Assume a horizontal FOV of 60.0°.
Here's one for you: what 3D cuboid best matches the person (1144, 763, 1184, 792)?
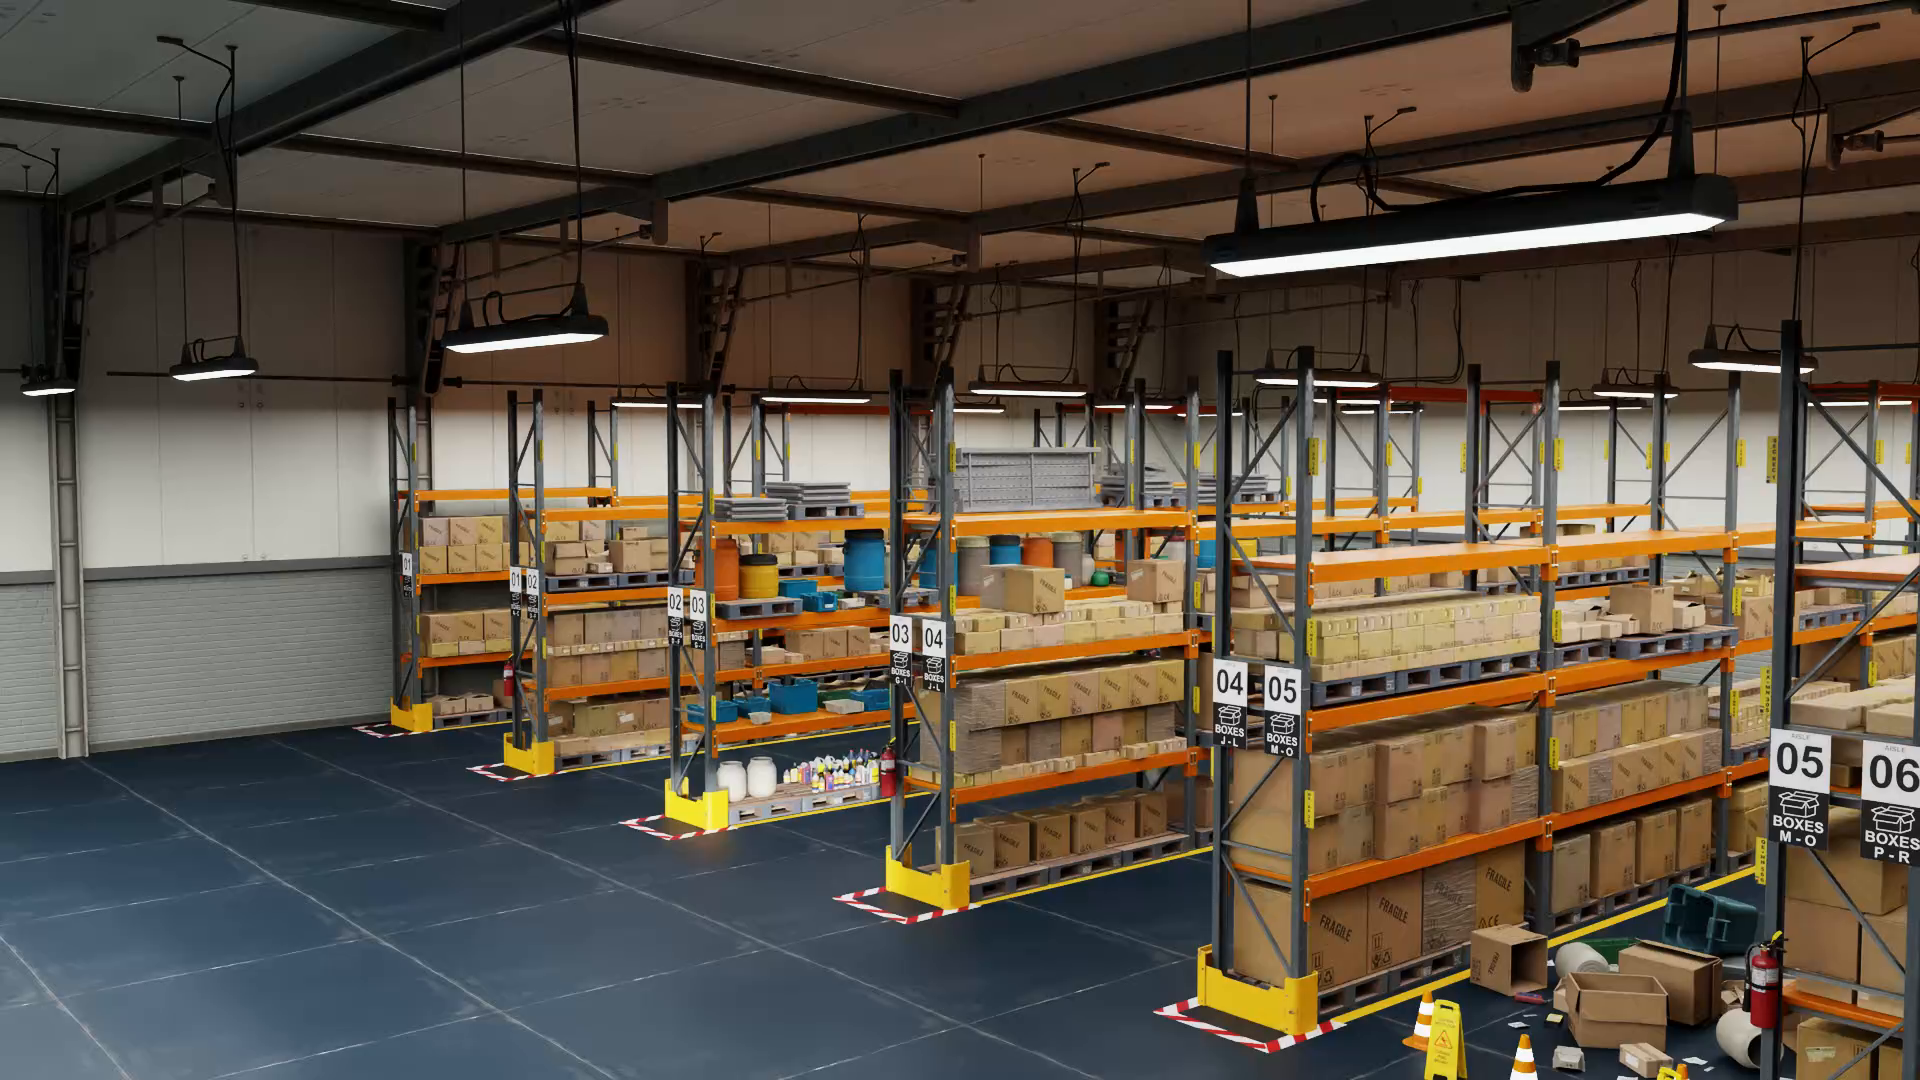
[{"bbox_3d":[3.056,2.990,23.841,1.106,1.591,0.663,-2,4,-30],"label":"person"}]
